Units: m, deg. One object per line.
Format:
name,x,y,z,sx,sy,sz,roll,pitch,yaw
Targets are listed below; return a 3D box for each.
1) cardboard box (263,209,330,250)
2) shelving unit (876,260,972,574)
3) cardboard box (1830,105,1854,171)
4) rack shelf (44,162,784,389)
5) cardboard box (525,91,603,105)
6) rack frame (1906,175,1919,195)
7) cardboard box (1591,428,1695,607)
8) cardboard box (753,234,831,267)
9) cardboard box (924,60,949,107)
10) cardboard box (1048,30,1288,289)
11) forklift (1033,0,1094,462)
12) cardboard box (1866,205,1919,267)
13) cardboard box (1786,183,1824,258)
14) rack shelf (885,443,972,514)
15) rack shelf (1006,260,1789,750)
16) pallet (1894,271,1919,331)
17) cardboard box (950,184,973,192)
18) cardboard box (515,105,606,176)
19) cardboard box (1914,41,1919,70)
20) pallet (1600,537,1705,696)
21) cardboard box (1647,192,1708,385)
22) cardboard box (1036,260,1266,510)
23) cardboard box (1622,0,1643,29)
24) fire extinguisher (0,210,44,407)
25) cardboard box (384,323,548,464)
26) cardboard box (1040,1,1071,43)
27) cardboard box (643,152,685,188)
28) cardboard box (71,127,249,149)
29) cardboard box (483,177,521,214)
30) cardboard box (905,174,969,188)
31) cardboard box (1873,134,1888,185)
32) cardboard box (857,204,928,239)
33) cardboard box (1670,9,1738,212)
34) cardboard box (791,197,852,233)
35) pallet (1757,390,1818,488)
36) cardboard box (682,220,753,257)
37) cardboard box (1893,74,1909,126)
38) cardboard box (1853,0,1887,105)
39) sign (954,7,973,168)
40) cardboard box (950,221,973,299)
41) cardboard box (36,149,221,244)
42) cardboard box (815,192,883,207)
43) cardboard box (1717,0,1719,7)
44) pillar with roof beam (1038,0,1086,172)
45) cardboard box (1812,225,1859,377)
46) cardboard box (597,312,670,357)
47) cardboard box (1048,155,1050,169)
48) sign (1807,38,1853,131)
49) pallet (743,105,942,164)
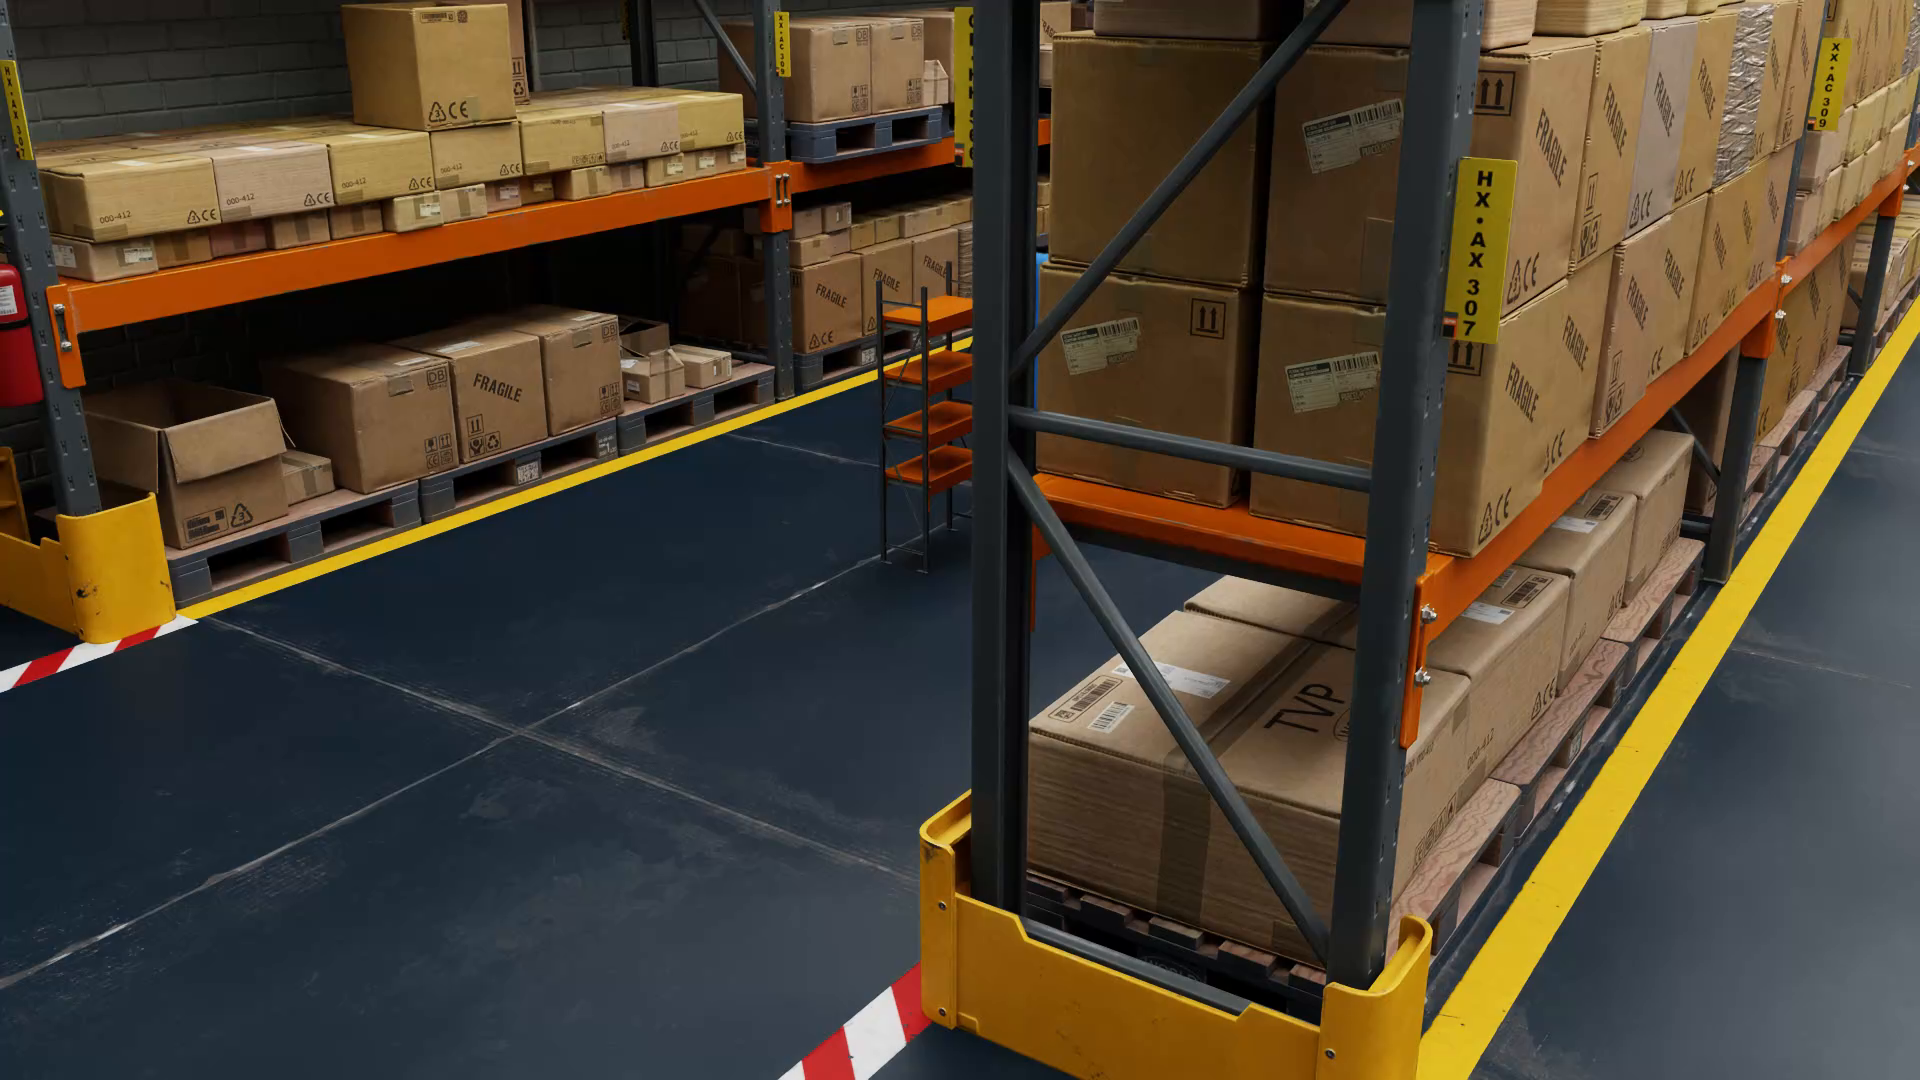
cardboard box,-2.807,-1.297,6.810,0.380,0.149,0.250,14,25,33
shelving unit,-0.093,-0.515,6.928,0.258,1.200,0.503,13,24,32
cardboard box,3.471,-1.721,7.089,0.500,0.250,0.500,14,24,33
rack shelf,-2.511,-1.386,7.725,1.077,0.370,4.000,13,24,32
cardboard box,-2.165,-2.132,8.491,0.500,0.250,0.500,13,24,31
rack frame,7.218,-3.626,12.743,1.000,3.000,0.127,13,24,32
cardboard box,2.279,-0.166,6.479,0.875,0.438,0.875,13,24,31
cardboard box,-0.965,-1.677,9.538,0.380,0.149,0.250,15,25,34
cardboard box,-0.288,-2.755,9.977,0.396,0.266,0.258,15,25,34
cardboard box,0.546,-0.883,3.743,0.500,0.500,0.500,14,25,34
forklift,1.361,-2.085,8.676,1.130,2.935,3.031,14,24,32
cardboard box,6.524,-2.232,12.158,0.950,0.372,0.625,15,25,35
cardboard box,3.186,-1.335,6.765,0.500,0.250,0.500,13,24,31
rack shelf,-0.093,-0.266,7.021,0.258,0.148,0.480,13,24,32
rack shelf,1.596,-0.419,5.111,1.077,0.370,4.000,13,24,32
pallet,6.096,-1.743,11.672,1.003,0.211,1.213,13,24,32
cardboard box,0.156,-2.293,11.202,0.380,0.149,0.250,13,24,31
cardboard box,-2.032,-1.885,7.826,0.500,0.250,0.500,13,24,31
cardboard box,4.895,-2.794,8.910,0.500,0.500,0.500,13,24,30
pallet,2.228,0.181,6.473,1.003,0.211,1.213,13,24,32
cardboard box,1.809,-0.751,4.828,0.500,0.500,0.500,14,25,34
cardboard box,0.524,-0.419,3.931,0.500,0.500,0.500,13,24,32
cardboard box,1.363,-1.271,3.856,0.380,0.149,0.250,12,24,30
fire extinguisher,-3.336,-0.806,5.769,0.296,0.674,0.183,13,24,32
cardboard box,-2.320,-0.701,7.834,0.500,0.500,0.500,14,24,33
cardboard box,0.443,-3.571,11.847,0.500,0.500,0.500,15,25,34
cardboard box,-1.612,-1.880,8.387,0.380,0.149,0.250,14,24,33
cardboard box,-3.305,-1.550,6.919,0.500,0.250,0.500,13,24,32
cardboard box,-2.239,-1.599,7.627,0.380,0.149,0.250,13,24,32
cardboard box,-0.164,-2.467,11.673,0.380,0.149,0.250,12,23,29
cardboard box,4.329,-1.921,8.350,0.500,0.250,0.500,13,24,31
cardboard box,-0.424,-1.993,10.392,0.380,0.149,0.250,13,24,32
cardboard box,1.825,-1.223,4.661,0.500,0.500,0.500,13,24,32
cardboard box,-0.859,-1.900,9.713,0.380,0.149,0.250,12,23,29
pallet,3.777,-0.610,8.610,1.003,0.211,1.213,13,24,32
cardboard box,-1.418,-1.788,9.837,0.380,0.149,0.250,12,24,30
cardboard box,4.622,-2.306,8.670,0.500,0.250,0.500,13,24,30
cardboard box,3.753,-2.211,7.333,0.500,0.500,0.500,13,24,31
sign,0.031,-0.946,3.490,0.100,0.325,0.005,13,24,32
cardboard box,-0.057,-1.861,10.971,0.500,0.500,0.500,12,24,30
cardboard box,-3.157,-1.296,6.233,0.500,0.250,0.500,13,24,32
cardboard box,-0.726,-2.167,10.864,0.380,0.149,0.250,14,24,33
cardboard box,1.914,-1.572,4.670,0.380,0.149,0.250,13,24,32
pillar with roof beam,4.410,-5.969,10.430,9.100,9.000,0.400,13,24,32
cardboard box,4.512,-1.496,9.444,0.875,0.875,0.875,13,24,31
cardboard box,-1.954,-1.090,9.157,0.500,0.311,0.500,14,25,34
cardboard box,1.224,-2.704,13.070,0.875,0.625,0.625,14,25,34
sign,3.180,-1.666,6.082,0.100,0.325,0.005,13,24,32
pallet,-0.847,-2.415,9.747,1.003,0.211,1.213,13,24,32
